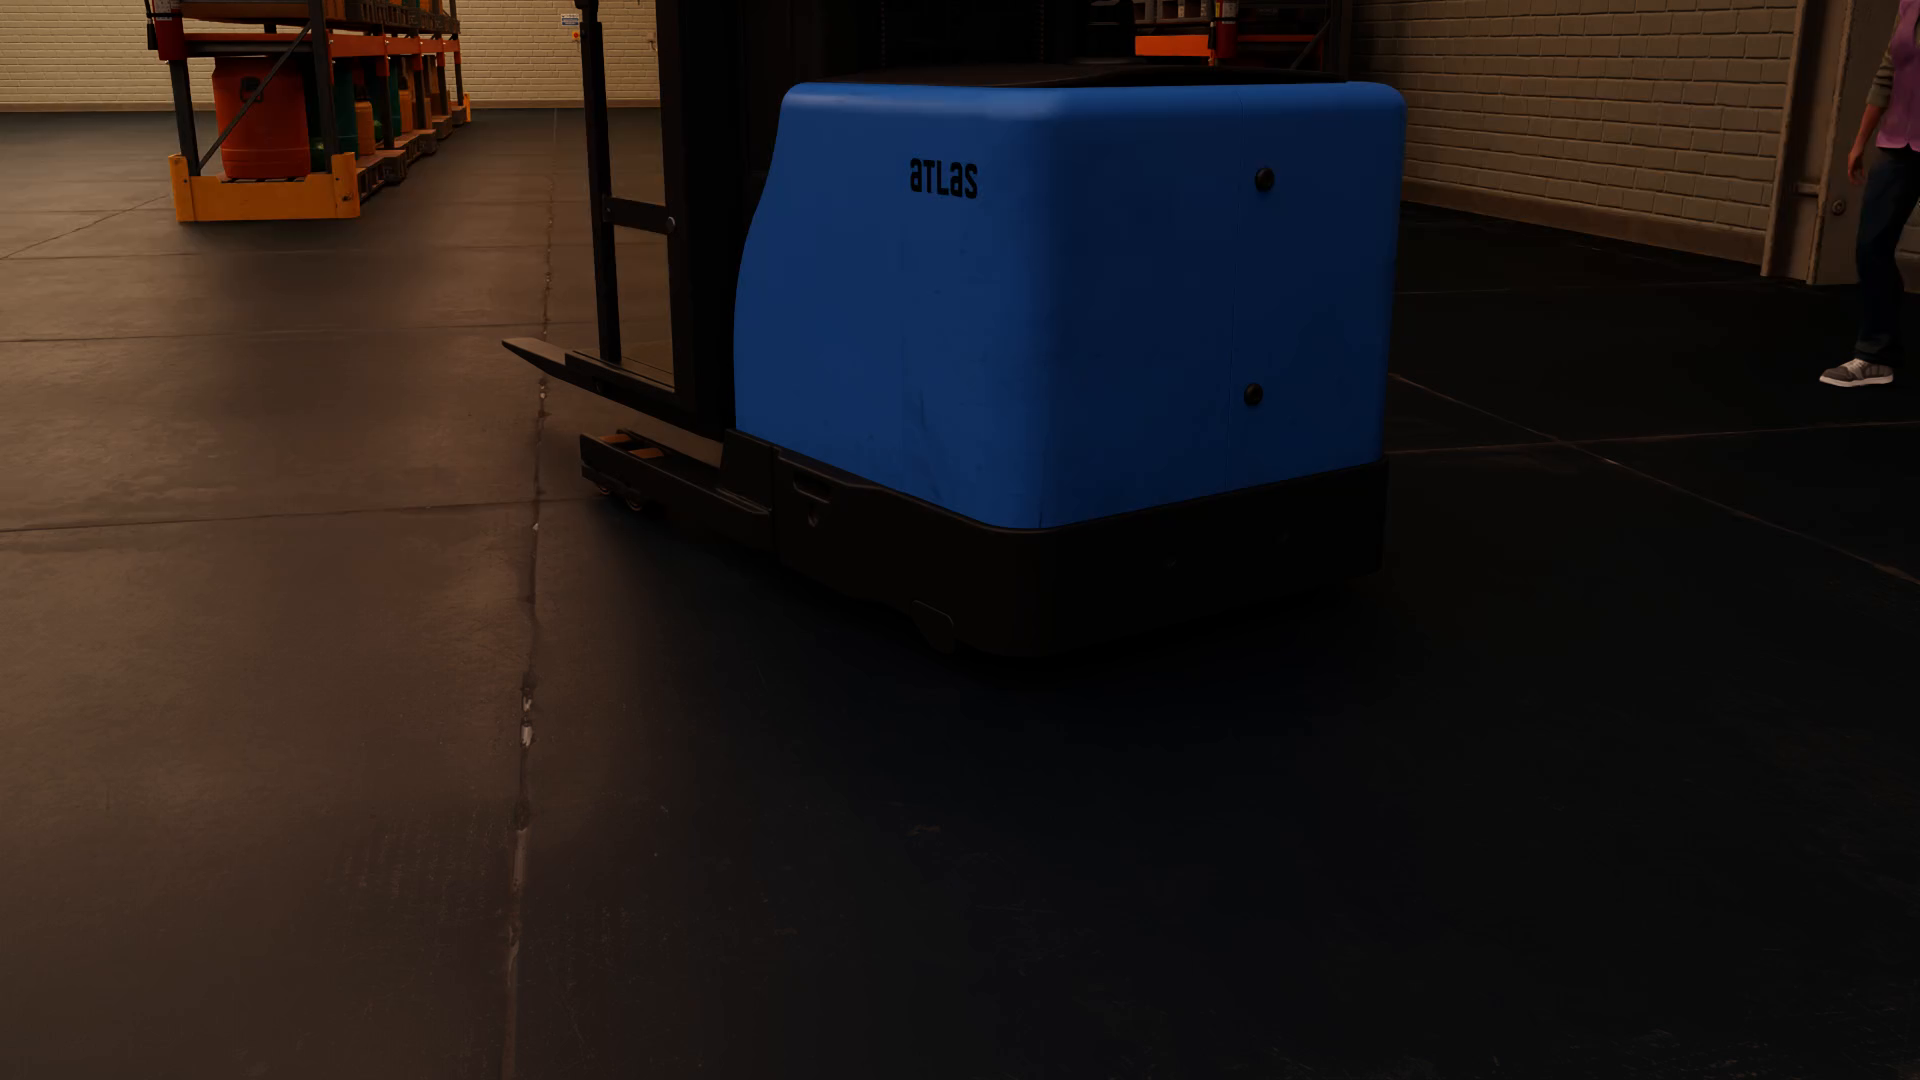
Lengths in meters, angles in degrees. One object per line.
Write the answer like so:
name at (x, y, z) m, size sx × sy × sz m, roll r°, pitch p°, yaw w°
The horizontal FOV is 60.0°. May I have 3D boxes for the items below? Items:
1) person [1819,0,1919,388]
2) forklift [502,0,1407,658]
person at (3.214, -1.269, 5.509) m, size 0.366 × 1.587 × 0.582 m, roll -8°, pitch 18°, yaw -25°
forklift at (-0.350, -1.547, 4.075) m, size 1.130 × 2.935 × 3.031 m, roll -11°, pitch 20°, yaw -34°
